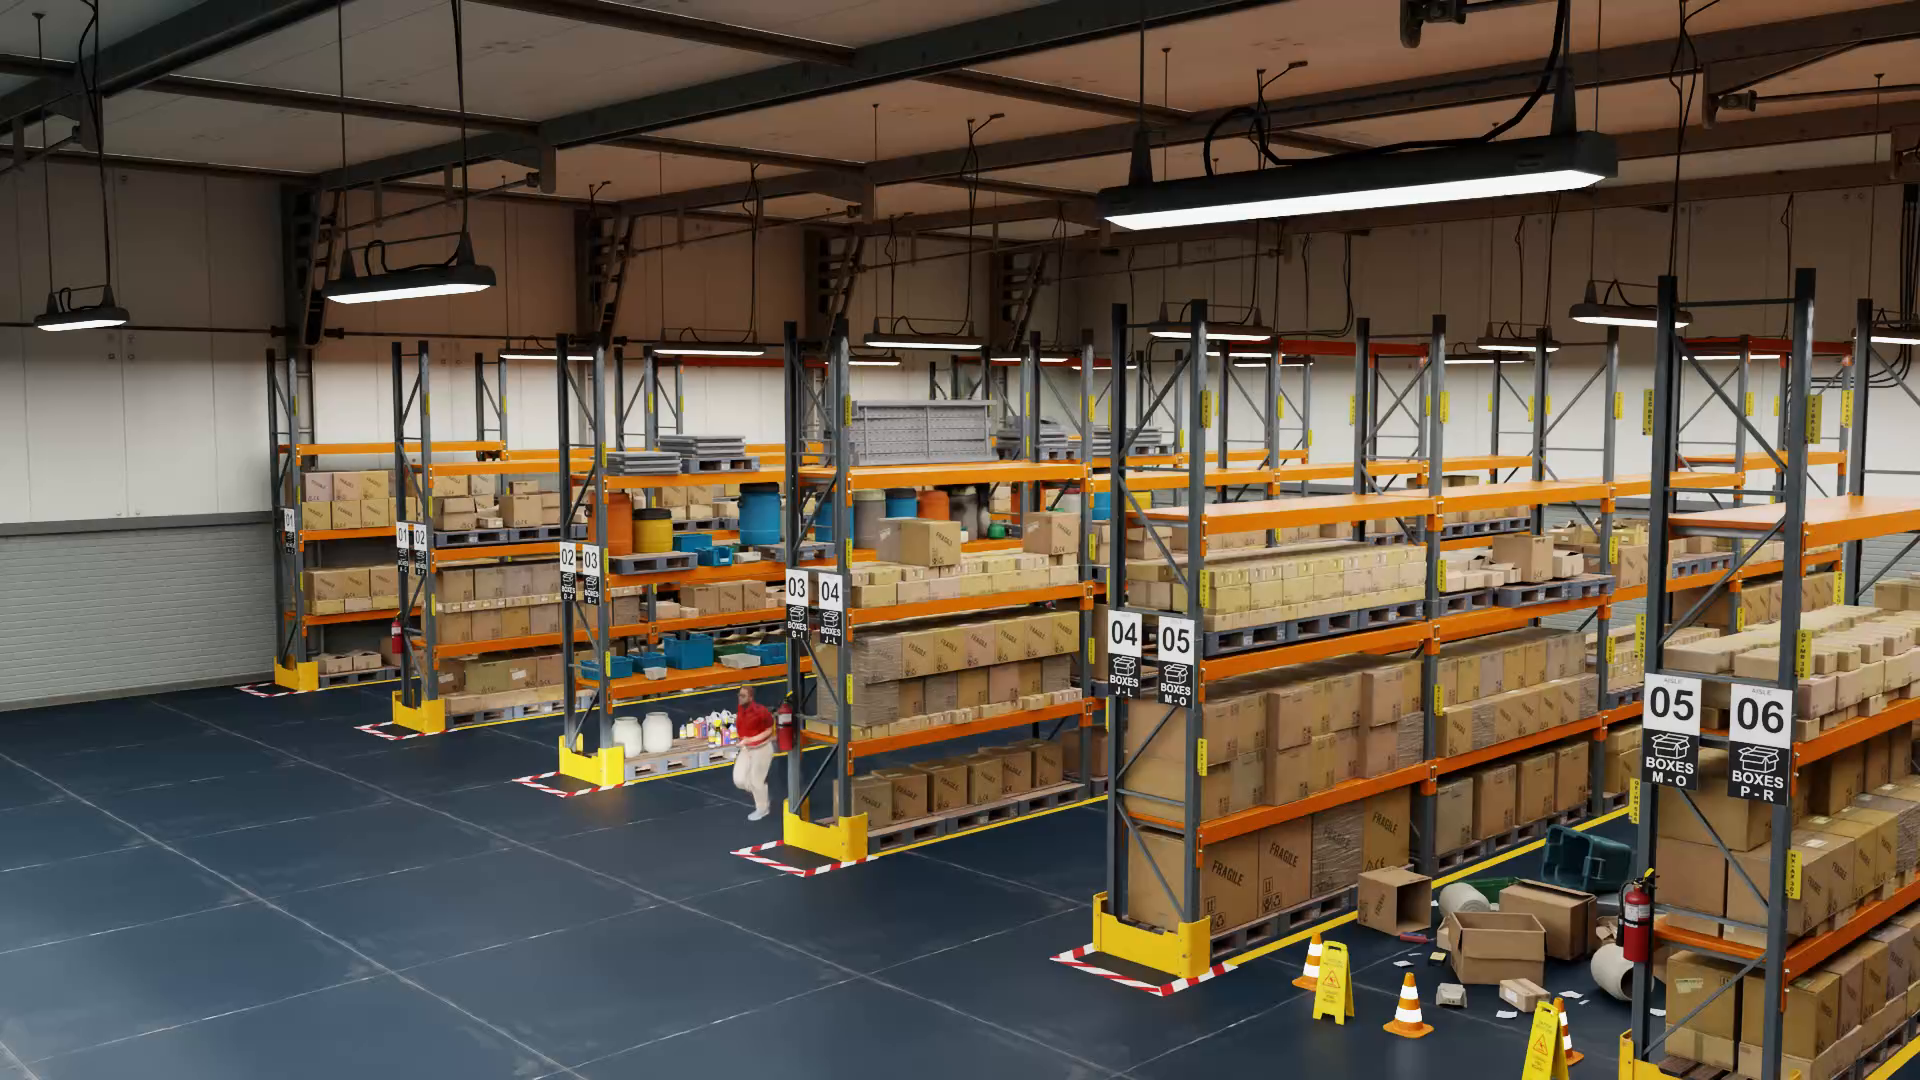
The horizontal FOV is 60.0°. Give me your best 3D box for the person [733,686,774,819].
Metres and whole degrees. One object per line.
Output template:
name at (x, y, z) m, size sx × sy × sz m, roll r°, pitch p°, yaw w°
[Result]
person at (-2.517, 2.585, 20.223) m, size 0.637 × 1.666 × 0.659 m, roll 3°, pitch 6°, yaw 34°
